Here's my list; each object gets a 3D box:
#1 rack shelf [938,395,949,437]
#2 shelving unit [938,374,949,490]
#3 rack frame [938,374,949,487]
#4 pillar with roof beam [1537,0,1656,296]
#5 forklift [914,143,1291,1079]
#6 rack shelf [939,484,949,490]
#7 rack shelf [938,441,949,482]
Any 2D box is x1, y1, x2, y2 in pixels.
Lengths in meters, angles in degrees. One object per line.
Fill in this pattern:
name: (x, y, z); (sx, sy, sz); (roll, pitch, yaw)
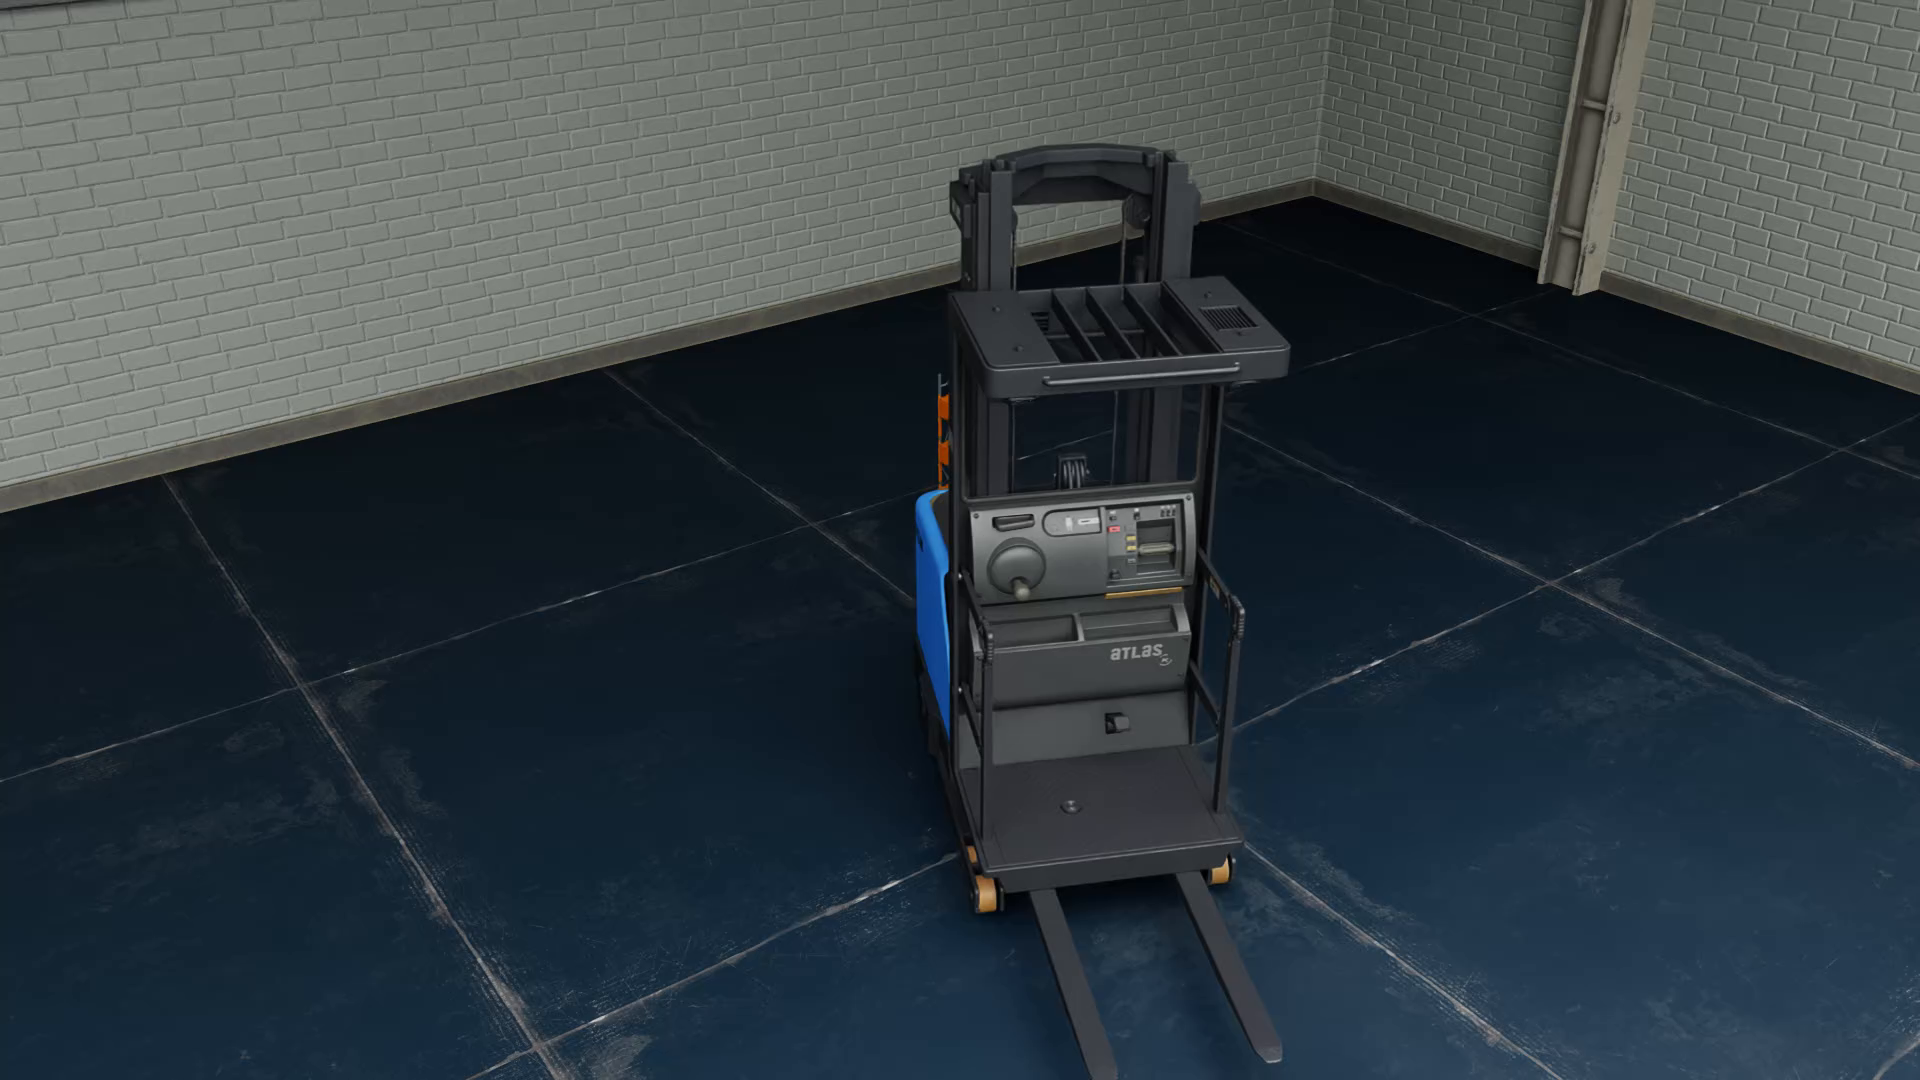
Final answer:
rack shelf: (0.031, -0.681, 9.331); (0.215, 0.259, 0.240); (-19, 34, -31)
shelving unit: (0.031, -0.441, 9.461); (0.215, 1.050, 0.252); (-19, 34, -31)
rack frame: (-0.040, -0.488, 9.548); (0.200, 1.050, 0.008); (-19, 34, -31)
pillar with roof beam: (1.460, -4.842, 9.237); (9.100, 9.000, 0.400); (-19, 34, -31)
forklift: (0.542, 0.070, 6.550); (1.130, 2.935, 3.031); (-5, 29, -9)
rack shelf: (0.031, -0.187, 9.599); (0.215, 0.259, 0.240); (-19, 34, -31)
rack shelf: (0.031, -0.431, 9.466); (0.215, 0.259, 0.240); (-19, 34, -31)
